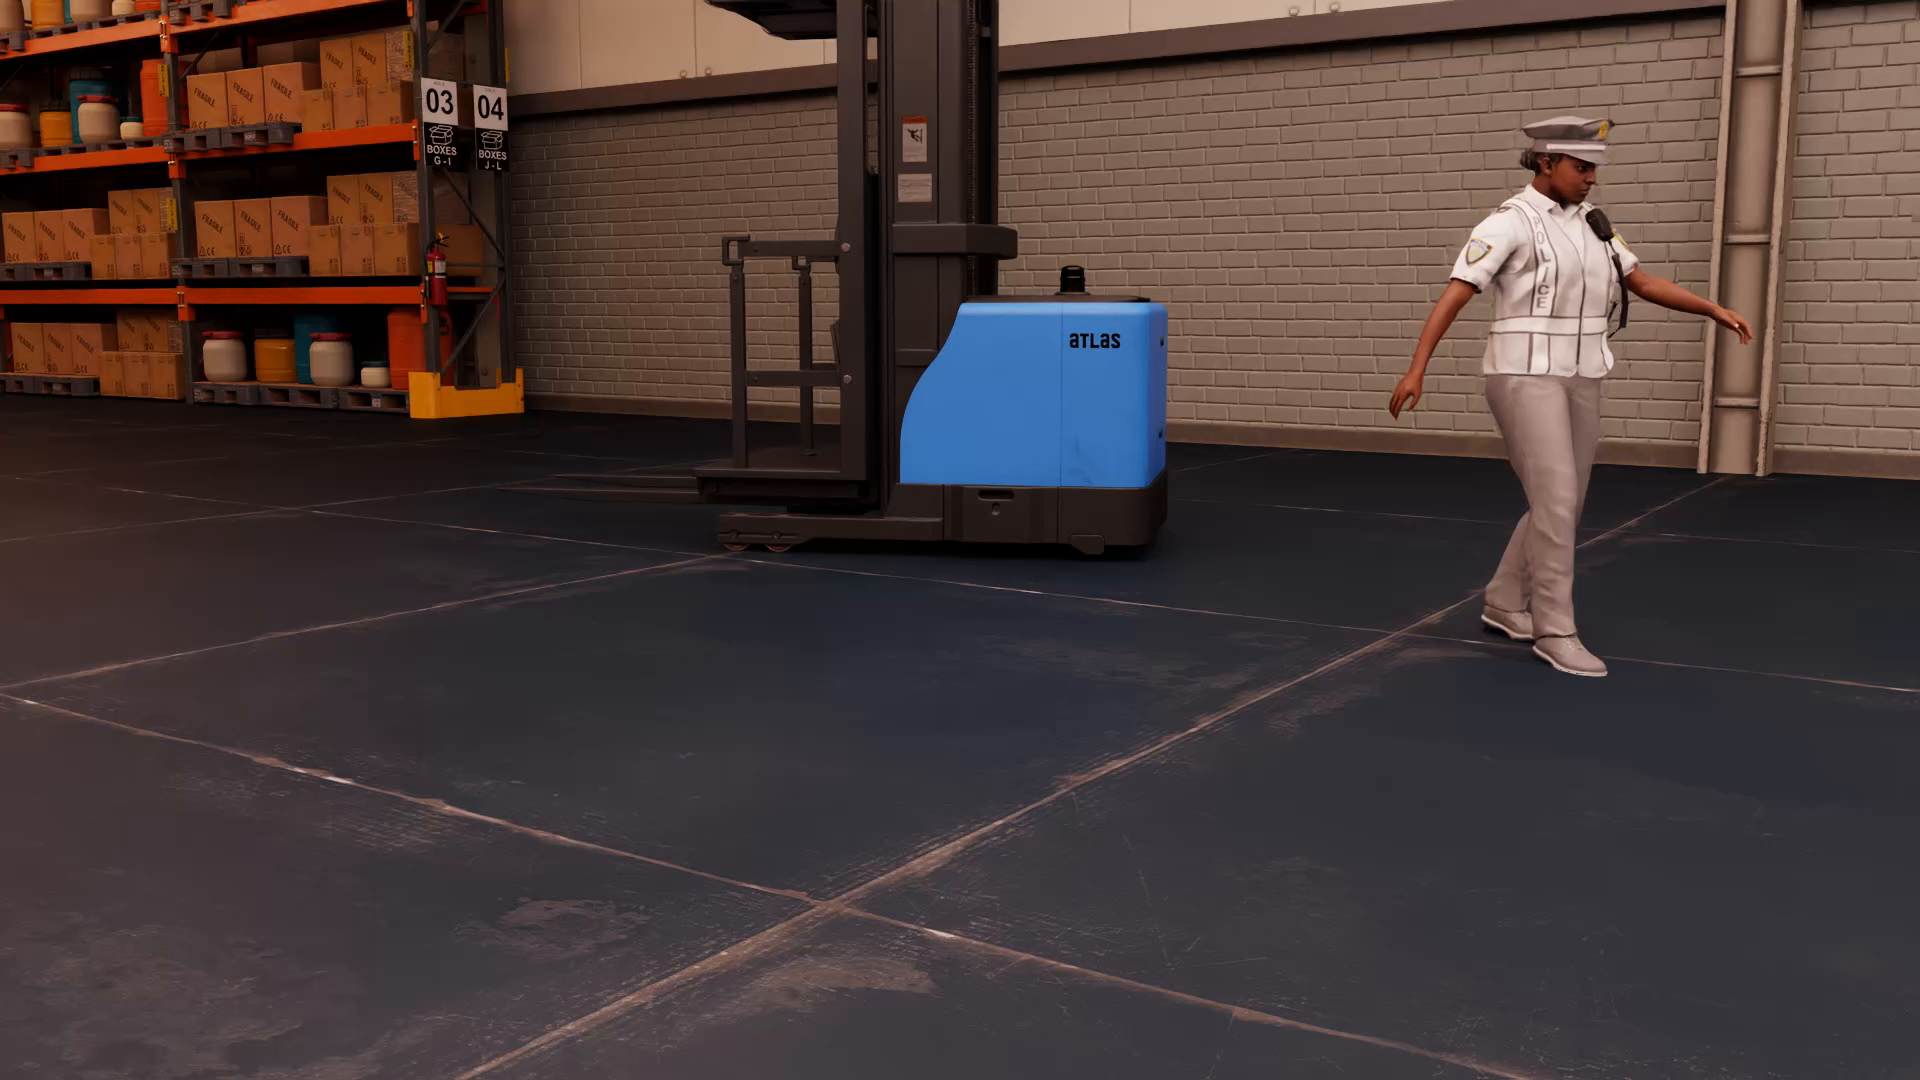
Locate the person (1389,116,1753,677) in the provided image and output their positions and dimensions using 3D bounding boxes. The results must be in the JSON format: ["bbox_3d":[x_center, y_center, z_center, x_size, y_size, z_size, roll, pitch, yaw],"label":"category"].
[{"bbox_3d":[1.801,-0.451,5.042,0.891,1.640,0.721,-4,9,-26],"label":"person"}]

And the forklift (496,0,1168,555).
[{"bbox_3d":[-0.596,-1.469,7.520,3.031,2.935,1.130,2,8,12],"label":"forklift"}]
